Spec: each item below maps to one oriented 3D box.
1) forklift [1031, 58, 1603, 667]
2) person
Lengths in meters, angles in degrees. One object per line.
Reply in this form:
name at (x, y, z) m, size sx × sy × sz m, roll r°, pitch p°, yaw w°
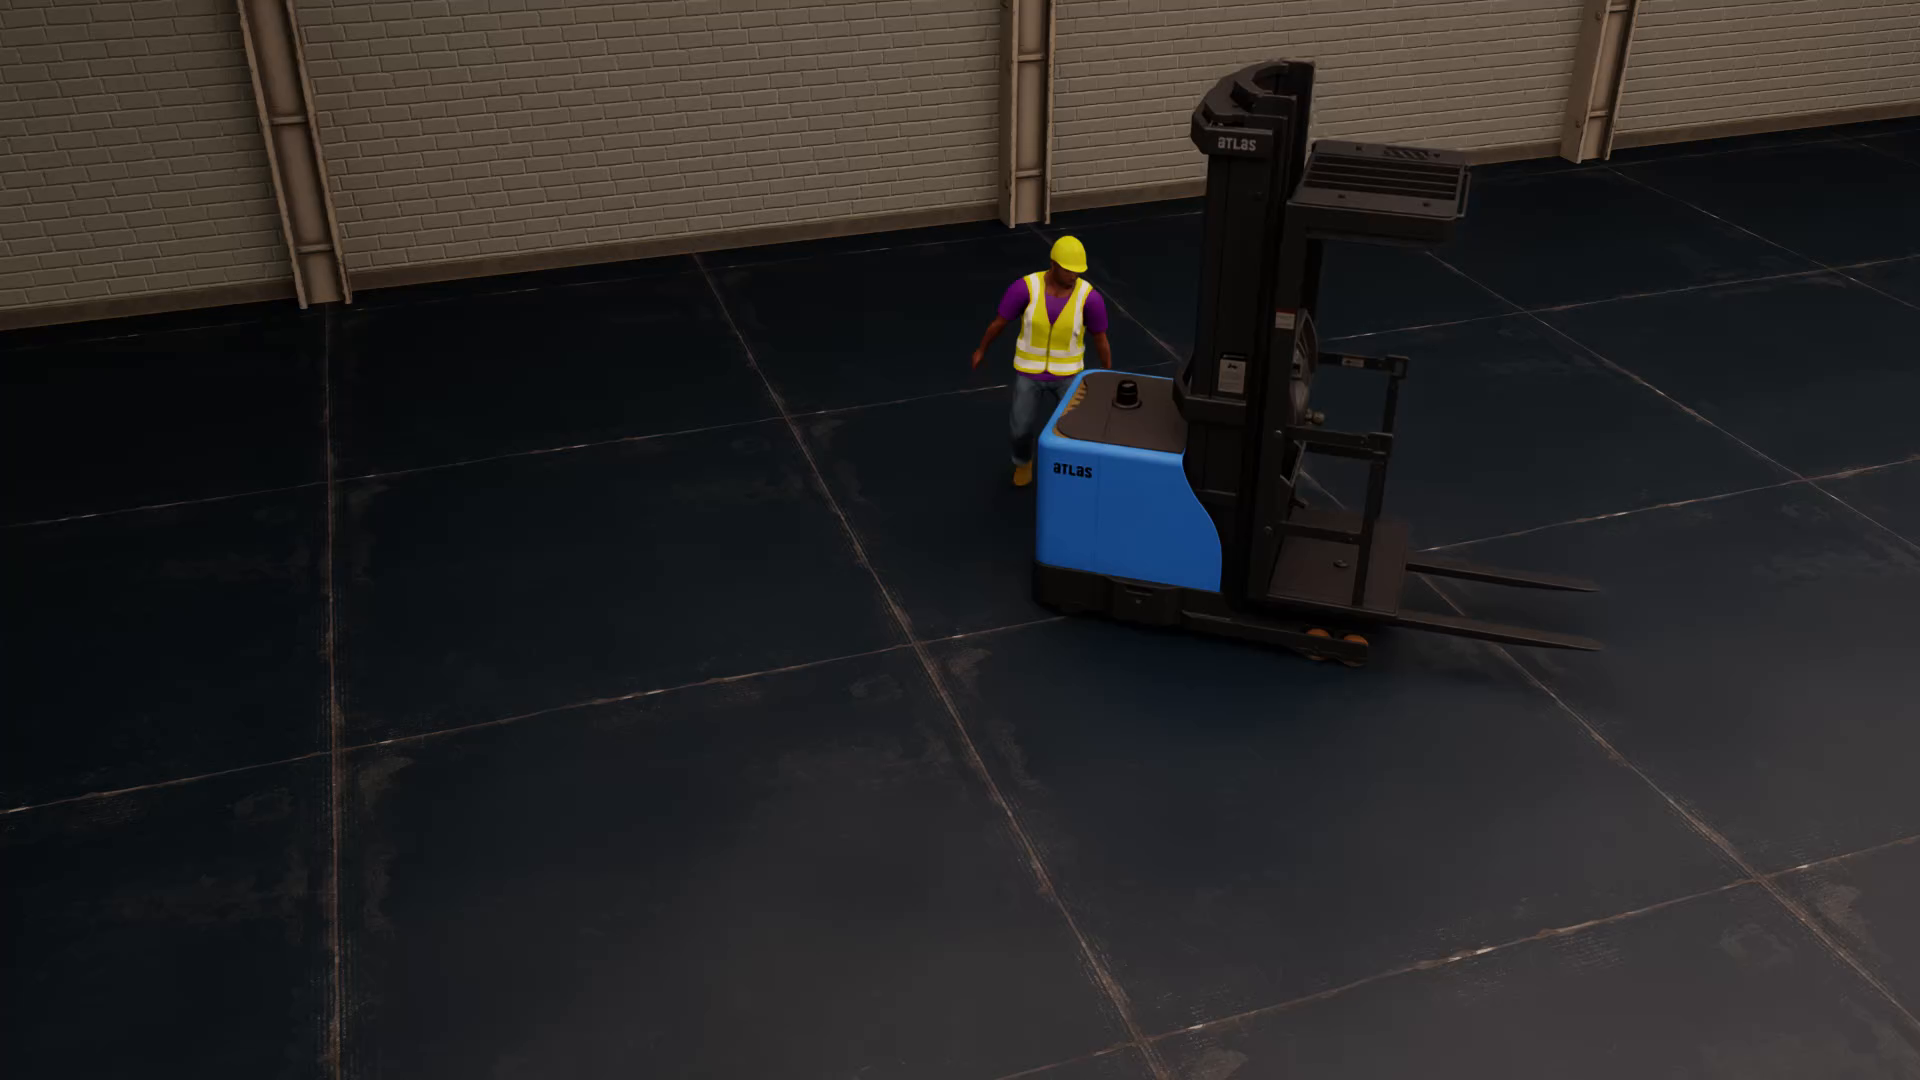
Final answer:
forklift at (1.977, -0.894, 8.641) m, size 3.031 × 2.935 × 1.130 m, roll 9°, pitch 31°, yaw 15°
person at (0.515, -1.077, 10.235) m, size 0.912 × 1.720 × 0.504 m, roll 4°, pitch 30°, yaw 7°
